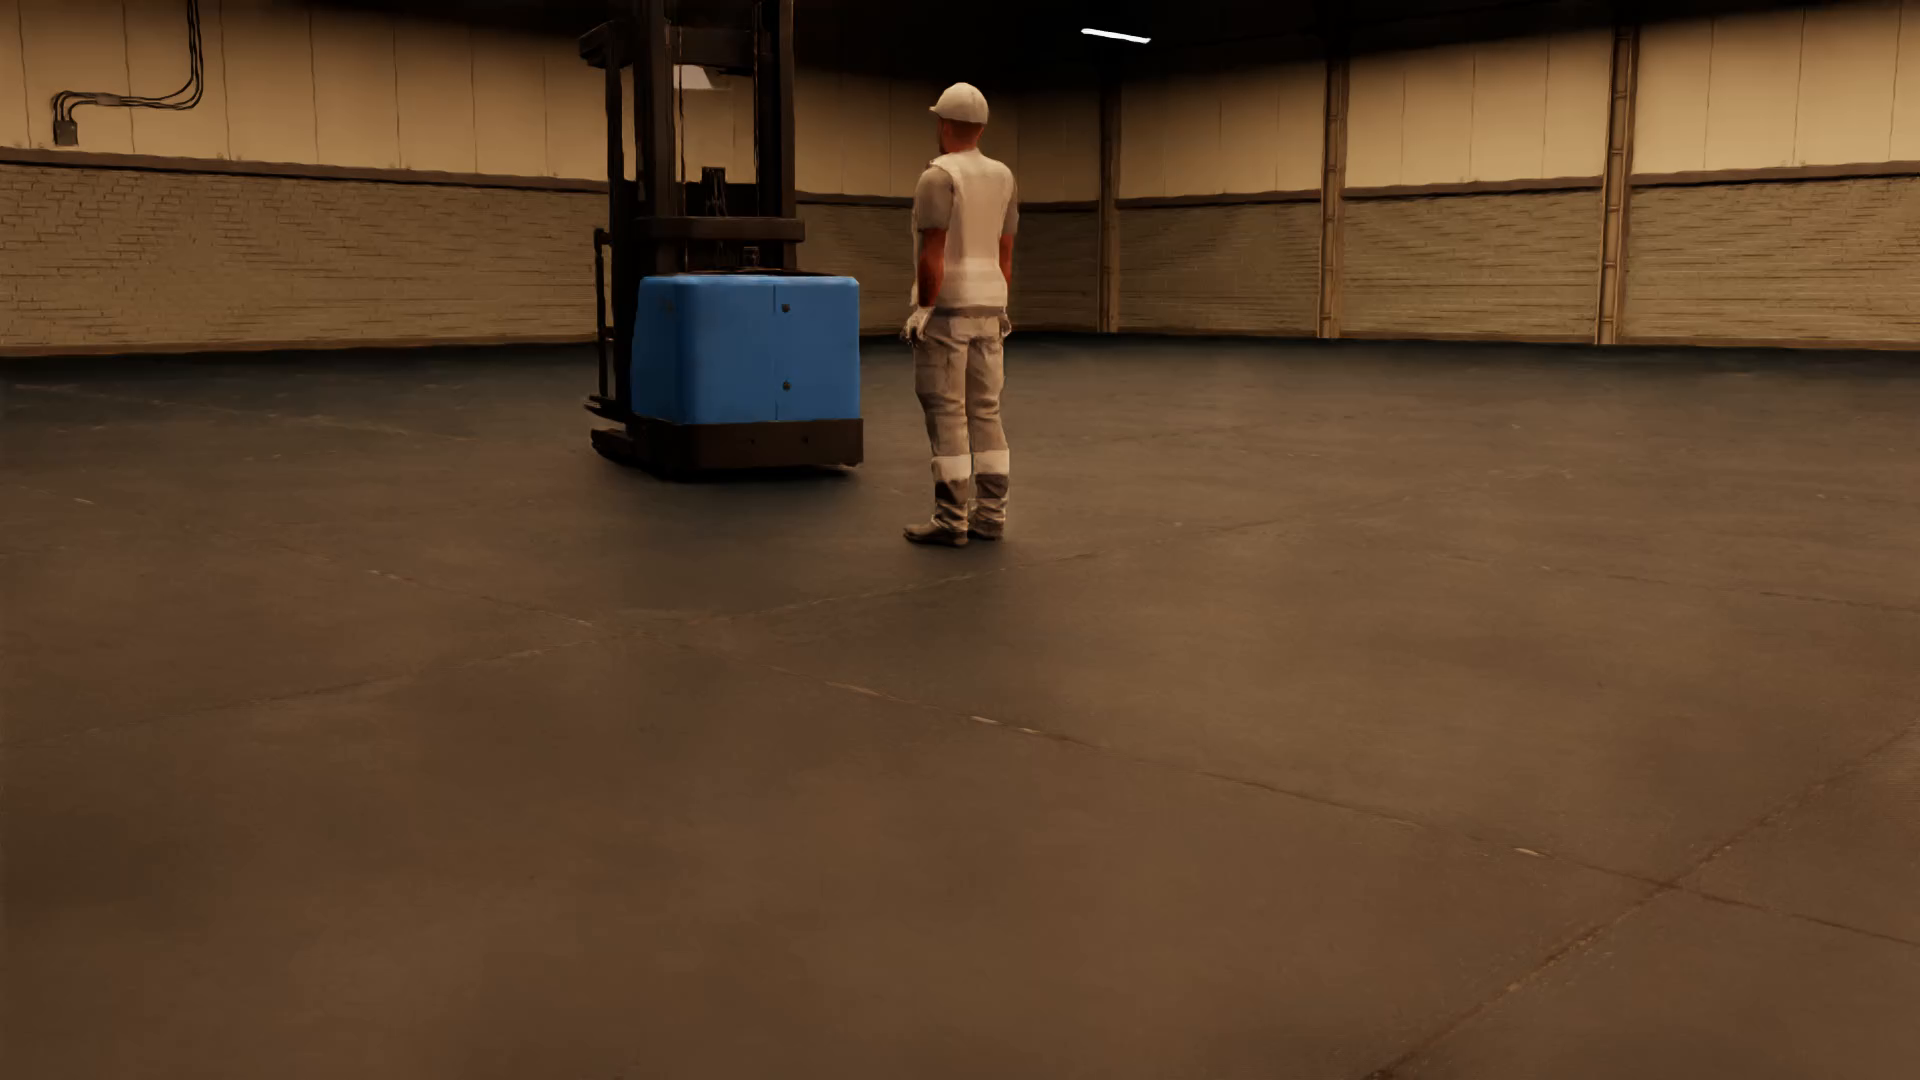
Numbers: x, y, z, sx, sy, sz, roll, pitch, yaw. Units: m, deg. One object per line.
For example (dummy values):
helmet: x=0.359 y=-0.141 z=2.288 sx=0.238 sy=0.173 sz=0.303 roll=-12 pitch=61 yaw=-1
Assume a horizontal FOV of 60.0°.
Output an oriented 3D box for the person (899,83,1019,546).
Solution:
person: x=-0.016 y=-0.888 z=6.598 sx=0.349 sy=1.795 sz=0.540 roll=8 pitch=12 yaw=43

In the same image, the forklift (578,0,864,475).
forklift: x=-1.618 y=-1.973 z=9.978 sx=1.130 sy=2.935 sz=3.031 roll=-4 pitch=9 yaw=-25
